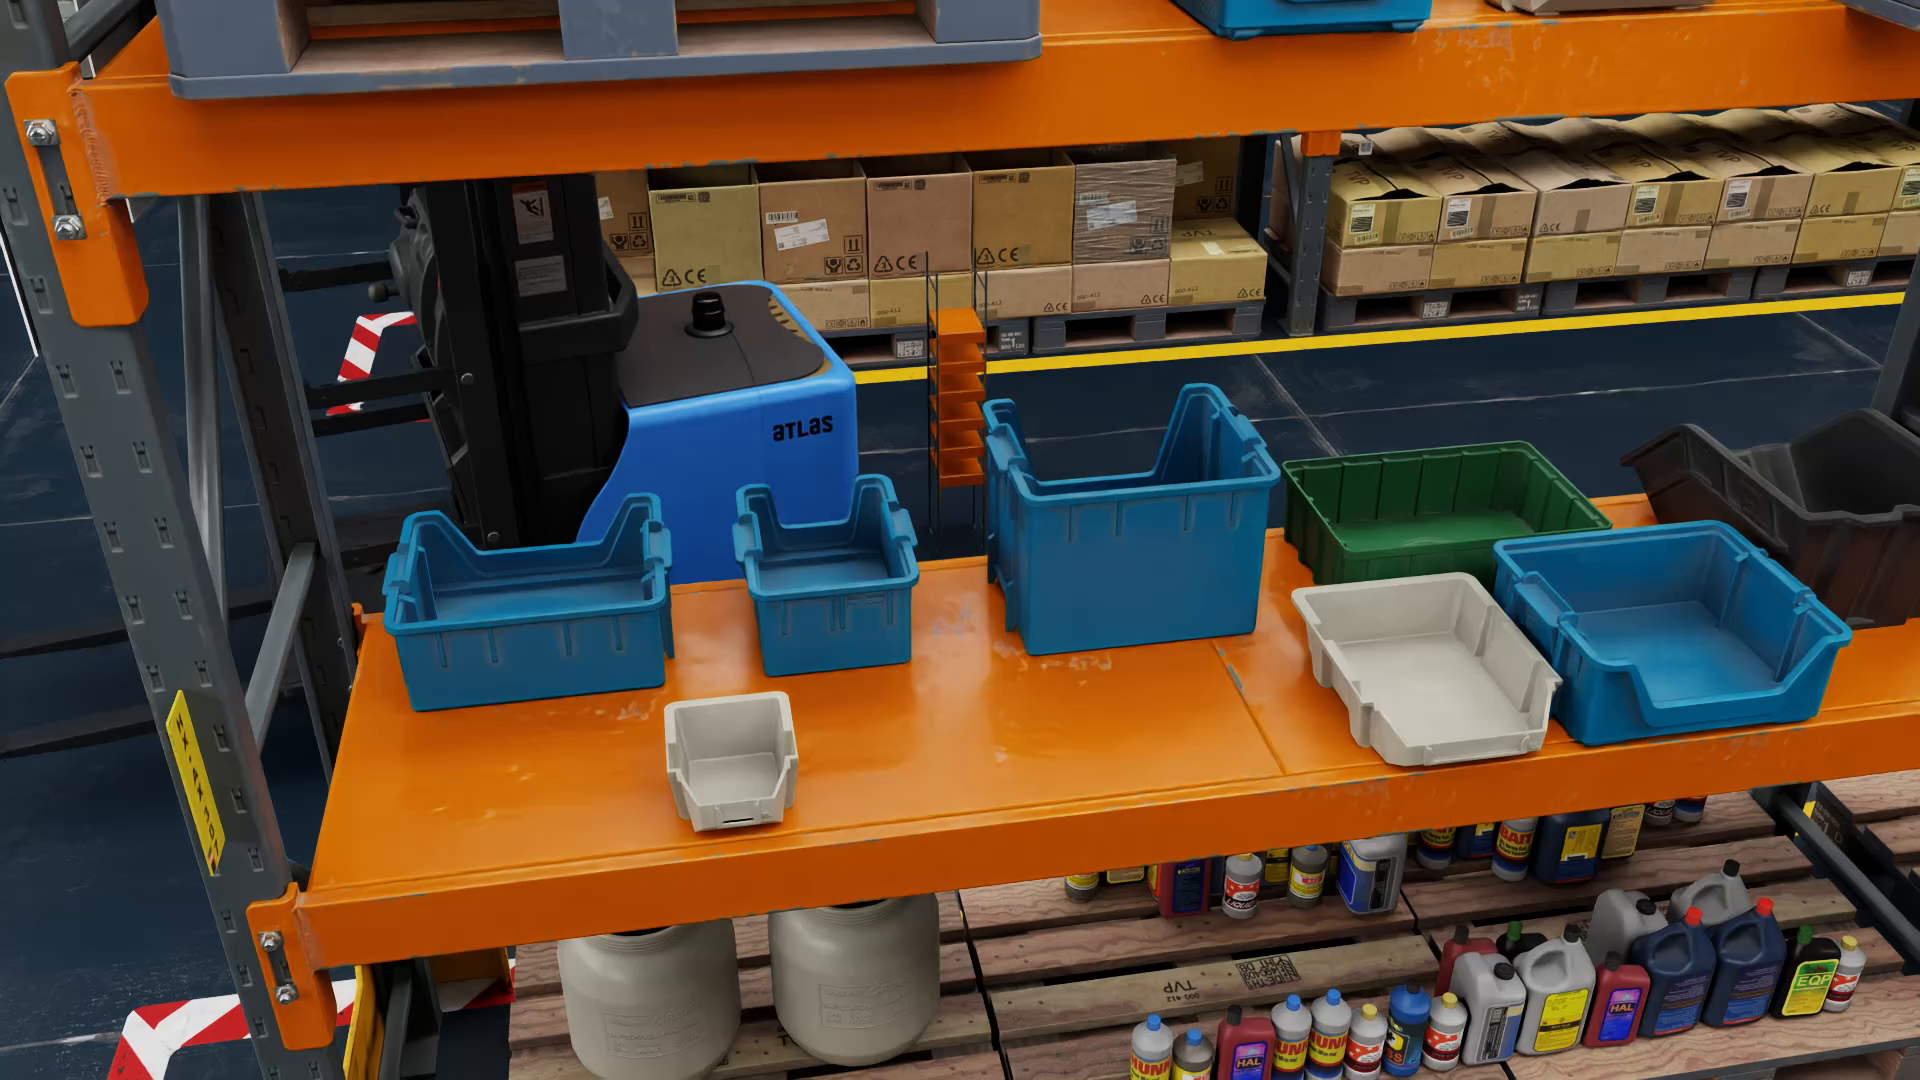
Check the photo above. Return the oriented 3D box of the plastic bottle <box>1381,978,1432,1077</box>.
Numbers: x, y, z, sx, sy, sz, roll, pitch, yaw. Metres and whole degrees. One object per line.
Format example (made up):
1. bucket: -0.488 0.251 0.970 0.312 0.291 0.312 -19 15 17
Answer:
1. plastic bottle: 1.088 1.176 4.049 0.097 0.271 0.097 0 30 0

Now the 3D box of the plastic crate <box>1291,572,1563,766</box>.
1. plastic crate: 0.996 0.281 3.573 0.437 0.136 0.530 -5 31 -9

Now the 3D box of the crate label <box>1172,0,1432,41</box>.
1. crate label: 0.514 -0.977 2.639 0.408 0.251 0.502 -5 31 -9

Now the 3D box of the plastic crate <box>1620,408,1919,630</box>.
1. plastic crate: 2.010 -0.096 4.015 0.504 0.338 0.767 -5 31 -9

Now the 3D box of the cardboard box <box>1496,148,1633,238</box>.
1. cardboard box: 3.113 -1.819 8.629 0.500 0.311 0.500 -6 31 -11

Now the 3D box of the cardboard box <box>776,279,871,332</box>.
1. cardboard box: -0.724 -1.239 8.195 0.500 0.250 0.500 -5 31 -9

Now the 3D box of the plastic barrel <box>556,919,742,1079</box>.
1. plastic barrel: -0.753 1.051 4.043 0.421 0.512 0.421 0 30 0

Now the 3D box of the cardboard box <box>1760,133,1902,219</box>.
1. cardboard box: 4.613 -1.958 8.866 0.500 0.311 0.500 -6 31 -10

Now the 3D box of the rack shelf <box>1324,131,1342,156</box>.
1. rack shelf: 3.627 -2.450 8.666 4.000 0.370 1.077 -5 31 -9

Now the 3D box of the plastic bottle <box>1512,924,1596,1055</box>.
1. plastic bottle: 1.460 1.095 4.108 0.185 0.351 0.144 -5 31 -9

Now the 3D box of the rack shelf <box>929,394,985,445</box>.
1. rack shelf: -0.014 -0.478 6.466 0.180 0.103 0.258 -5 31 -9

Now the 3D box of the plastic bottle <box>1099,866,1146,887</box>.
1. plastic bottle: 0.453 0.833 4.619 0.133 0.283 0.061 -5 31 -8

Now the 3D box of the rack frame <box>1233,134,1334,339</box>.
1. rack frame: 1.660 -2.577 8.173 0.127 3.000 1.000 -5 31 -9

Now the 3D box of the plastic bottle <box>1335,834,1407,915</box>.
1. plastic bottle: 1.127 0.872 4.561 0.135 0.276 0.152 -5 31 -9

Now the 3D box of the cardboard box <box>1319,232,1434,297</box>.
1. cardboard box: 2.101 -1.486 8.616 0.500 0.250 0.500 -6 31 -10

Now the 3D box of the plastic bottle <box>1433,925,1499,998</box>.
1. plastic bottle: 1.280 1.084 4.194 0.133 0.283 0.061 -5 31 -9

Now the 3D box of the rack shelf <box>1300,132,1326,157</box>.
1. rack shelf: -0.308 -2.084 8.045 4.000 0.370 1.077 -5 31 -9

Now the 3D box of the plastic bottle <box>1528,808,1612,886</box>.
1. plastic bottle: 1.705 0.784 4.637 0.185 0.351 0.144 -5 31 -9

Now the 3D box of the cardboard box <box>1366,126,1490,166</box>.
1. cardboard box: 2.517 -2.045 9.014 0.500 0.311 0.500 -4 31 -8

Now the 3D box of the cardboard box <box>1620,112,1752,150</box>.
1. cardboard box: 4.009 -2.181 9.244 0.500 0.311 0.500 -6 31 -10

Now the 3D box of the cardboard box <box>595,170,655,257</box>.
1. cardboard box: -1.801 -1.728 8.288 0.500 0.500 0.500 -5 31 -9

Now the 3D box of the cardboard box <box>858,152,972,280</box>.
1. cardboard box: -0.232 -1.605 8.078 0.500 0.500 0.500 -5 31 -9

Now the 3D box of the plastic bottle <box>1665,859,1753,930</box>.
1. plastic bottle: 1.940 0.976 4.310 0.185 0.351 0.144 -5 31 -9

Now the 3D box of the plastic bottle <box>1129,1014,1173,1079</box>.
1. plastic bottle: 0.453 1.234 3.949 0.097 0.271 0.097 0 30 0

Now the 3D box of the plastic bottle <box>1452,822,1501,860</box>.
1. plastic bottle: 1.494 0.729 4.730 0.185 0.351 0.144 -7 31 -11

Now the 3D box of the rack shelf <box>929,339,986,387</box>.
1. rack shelf: -0.014 -0.684 6.344 0.180 0.103 0.258 -5 31 -9

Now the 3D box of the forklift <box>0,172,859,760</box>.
1. forklift: -1.906 -0.831 5.271 3.031 2.935 1.130 -12 33 -20

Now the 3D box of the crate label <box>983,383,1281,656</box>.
1. crate label: 0.375 -0.060 3.858 0.616 0.435 0.502 -5 31 -9

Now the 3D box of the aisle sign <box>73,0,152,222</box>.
1. aisle sign: -1.511 -1.004 2.933 0.004 0.787 0.394 -5 31 -9

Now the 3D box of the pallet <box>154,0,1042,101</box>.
1. pallet: -0.555 -0.980 2.685 1.213 0.211 1.003 -5 31 -9

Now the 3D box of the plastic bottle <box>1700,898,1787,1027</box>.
1. plastic bottle: 1.966 1.048 4.188 0.185 0.351 0.144 -6 31 -10

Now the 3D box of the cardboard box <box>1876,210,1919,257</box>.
1. cardboard box: 5.120 -1.768 9.096 0.500 0.250 0.500 -5 31 -8

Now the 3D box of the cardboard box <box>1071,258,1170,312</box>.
1. cardboard box: 0.749 -1.381 8.437 0.500 0.250 0.500 -5 31 -9

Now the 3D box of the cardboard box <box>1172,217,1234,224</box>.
1. cardboard box: 1.149 -1.682 8.949 0.500 0.250 0.500 -5 31 -9

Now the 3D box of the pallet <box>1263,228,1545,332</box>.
1. pallet: 2.377 -1.462 9.028 1.213 0.211 1.003 -5 31 -9

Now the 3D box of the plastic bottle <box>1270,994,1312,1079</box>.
1. plastic bottle: 0.790 1.203 4.002 0.097 0.271 0.097 0 30 0

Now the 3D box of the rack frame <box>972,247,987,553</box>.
1. rack frame: 0.076 -0.524 6.458 0.006 1.200 0.240 -5 31 -9

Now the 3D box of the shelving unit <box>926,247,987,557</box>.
1. shelving unit: -0.014 -0.516 6.444 0.189 1.200 0.258 -5 31 -9

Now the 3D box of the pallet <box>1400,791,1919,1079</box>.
1. pallet: 1.880 1.136 4.611 1.213 0.211 1.003 -5 31 -9

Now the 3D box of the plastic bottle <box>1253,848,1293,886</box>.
1. plastic bottle: 0.893 0.785 4.635 0.185 0.351 0.144 -4 31 -7

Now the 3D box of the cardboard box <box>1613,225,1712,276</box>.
1. cardboard box: 3.613 -1.627 8.856 0.500 0.250 0.500 -5 31 -8
